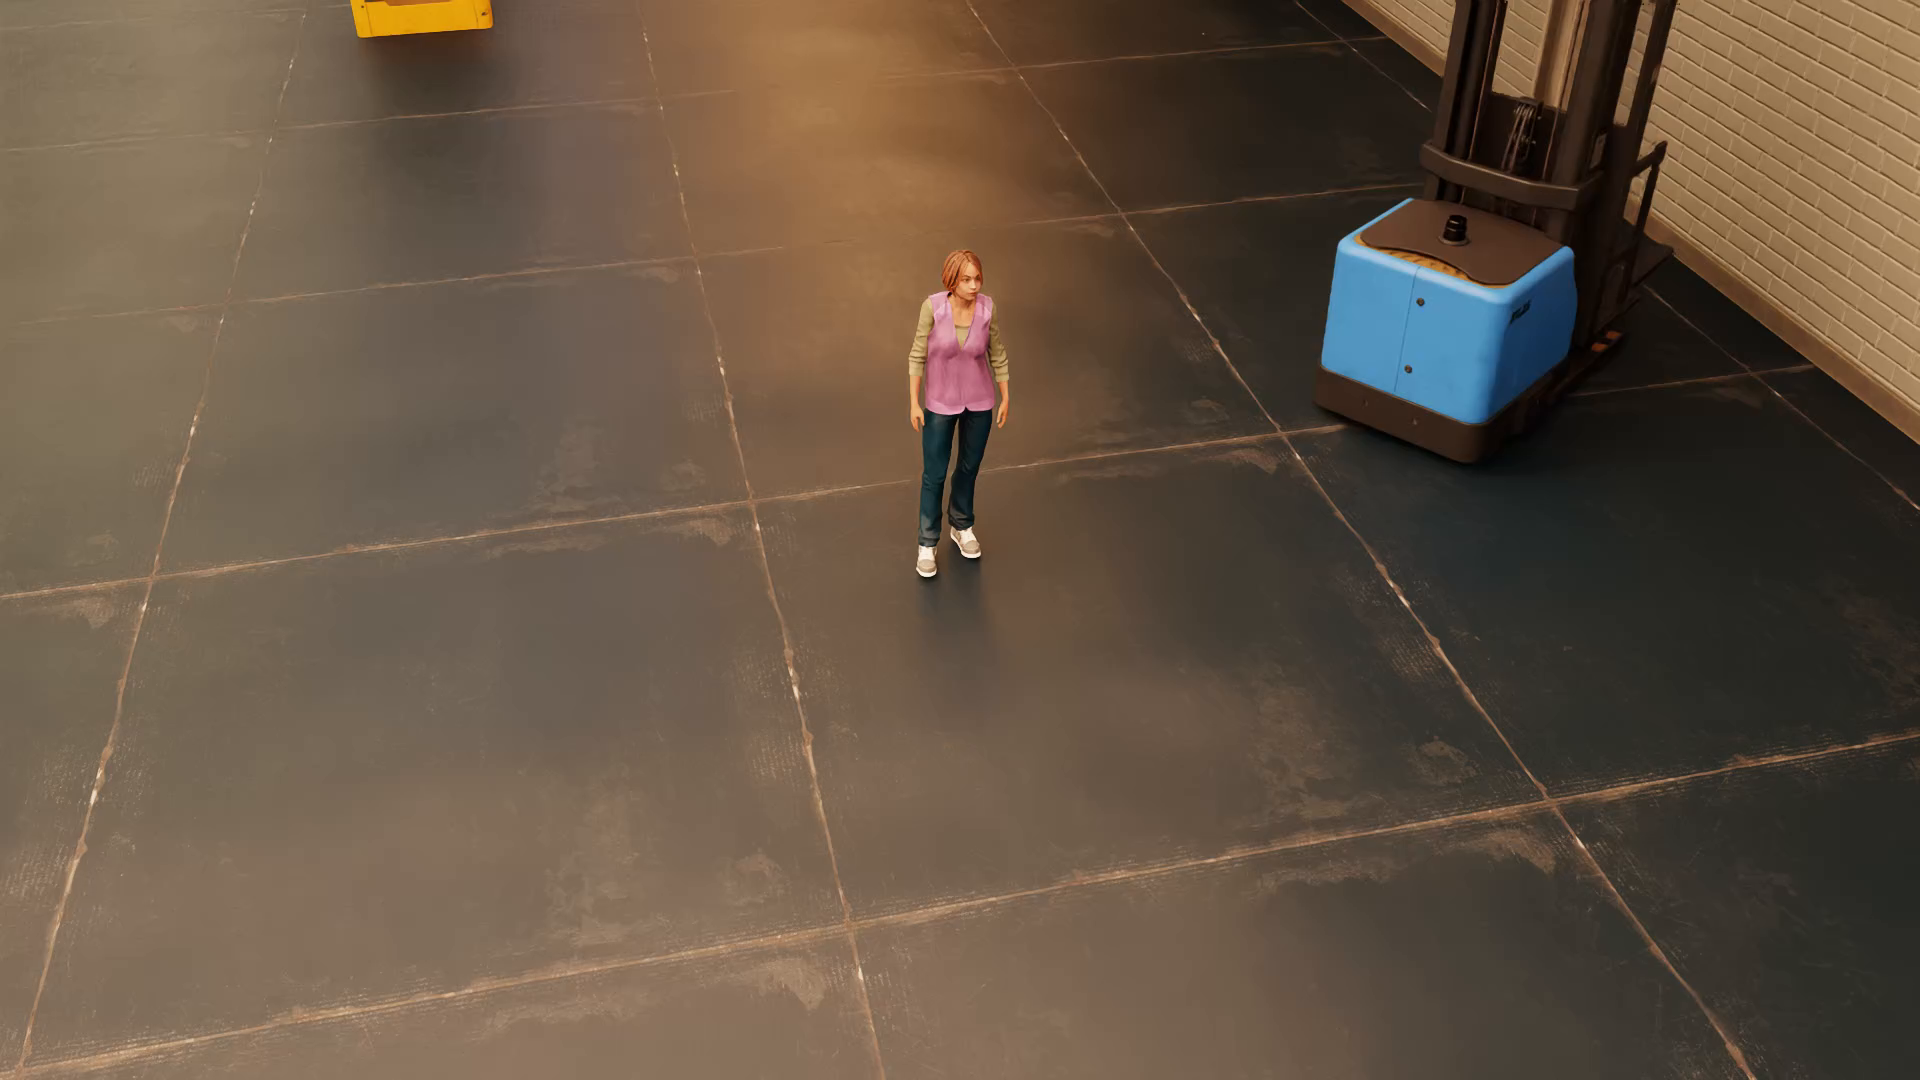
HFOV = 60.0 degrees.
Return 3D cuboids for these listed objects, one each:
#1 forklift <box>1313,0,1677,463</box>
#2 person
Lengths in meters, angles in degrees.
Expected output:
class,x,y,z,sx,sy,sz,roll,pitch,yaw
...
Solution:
class,x,y,z,sx,sy,sz,roll,pitch,yaw
forklift,3.389,-2.385,9.364,1.130,2.935,3.031,28,44,33
person,0.003,-0.611,8.028,0.520,1.597,0.476,-8,36,-11
